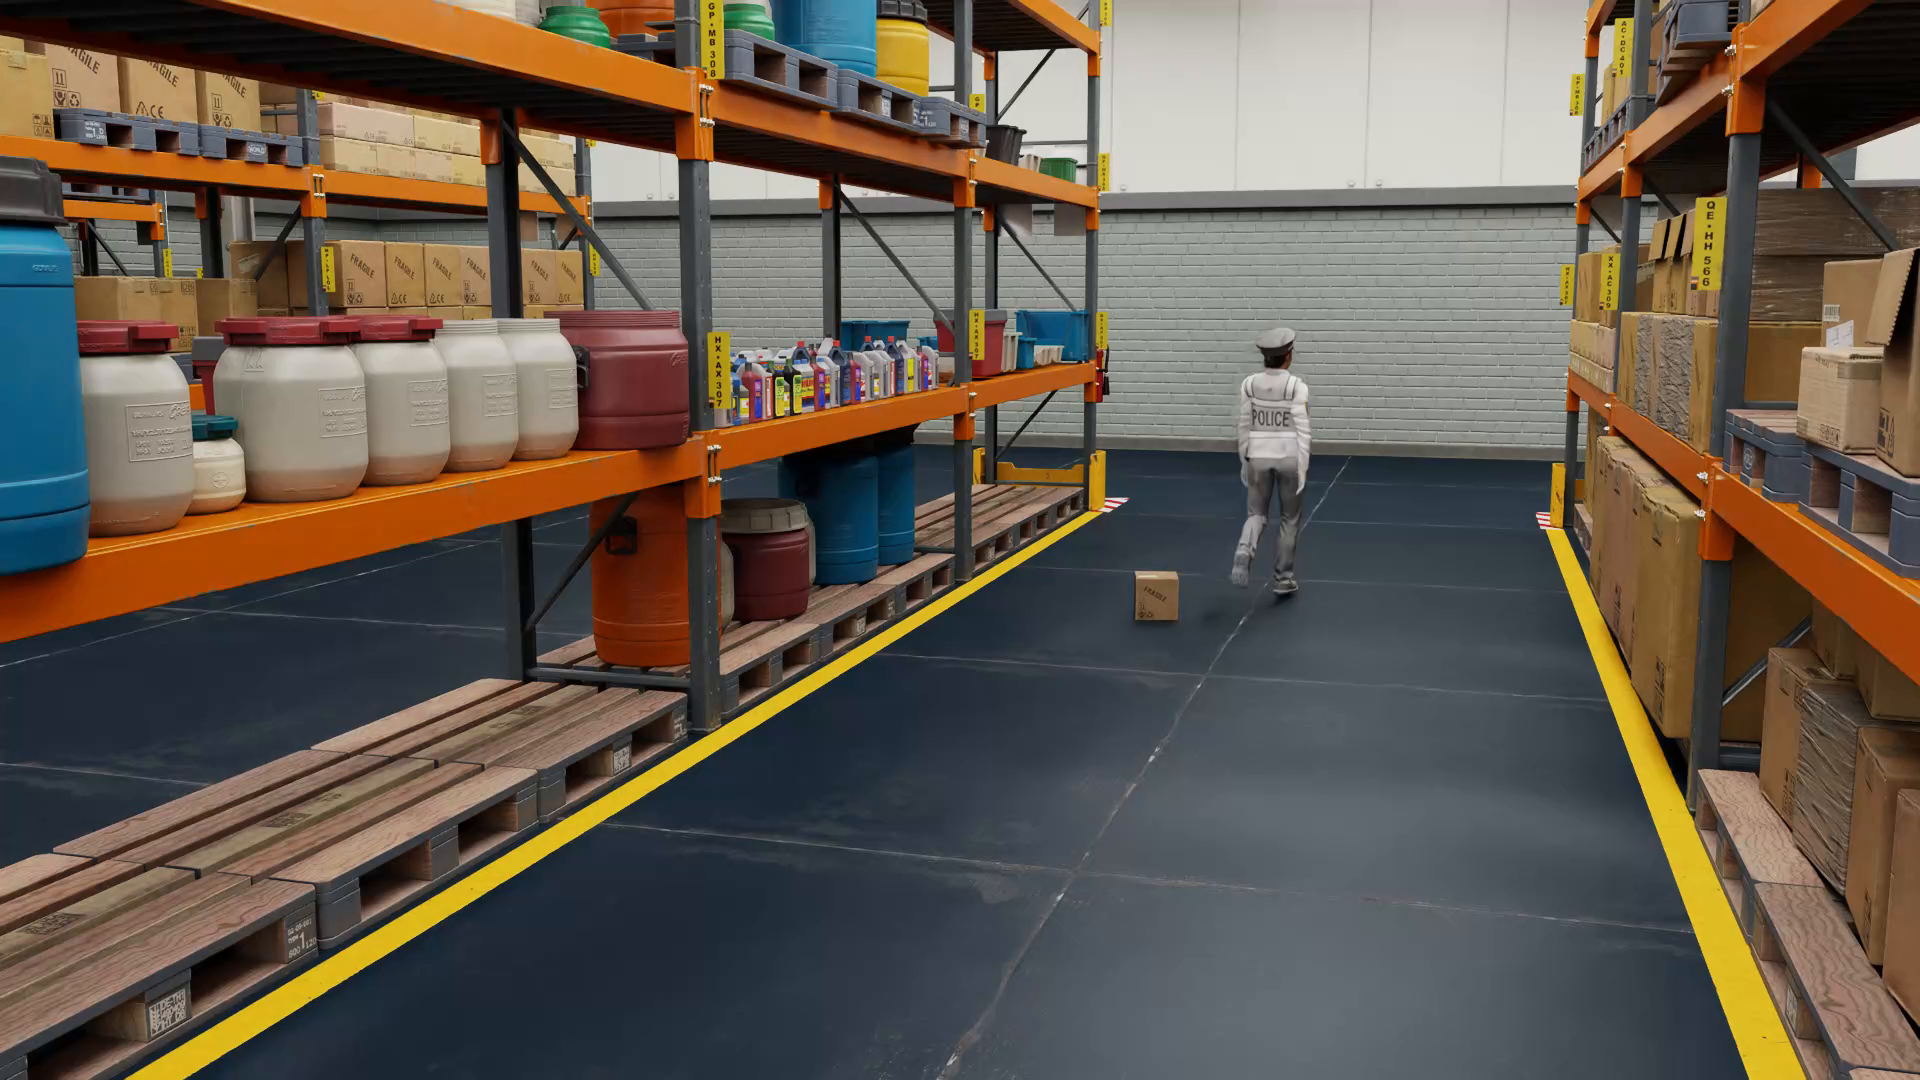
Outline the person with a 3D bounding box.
[{"bbox_3d":[1.939,-0.477,10.307,0.485,1.672,0.646,4,9,27],"label":"person"}]
